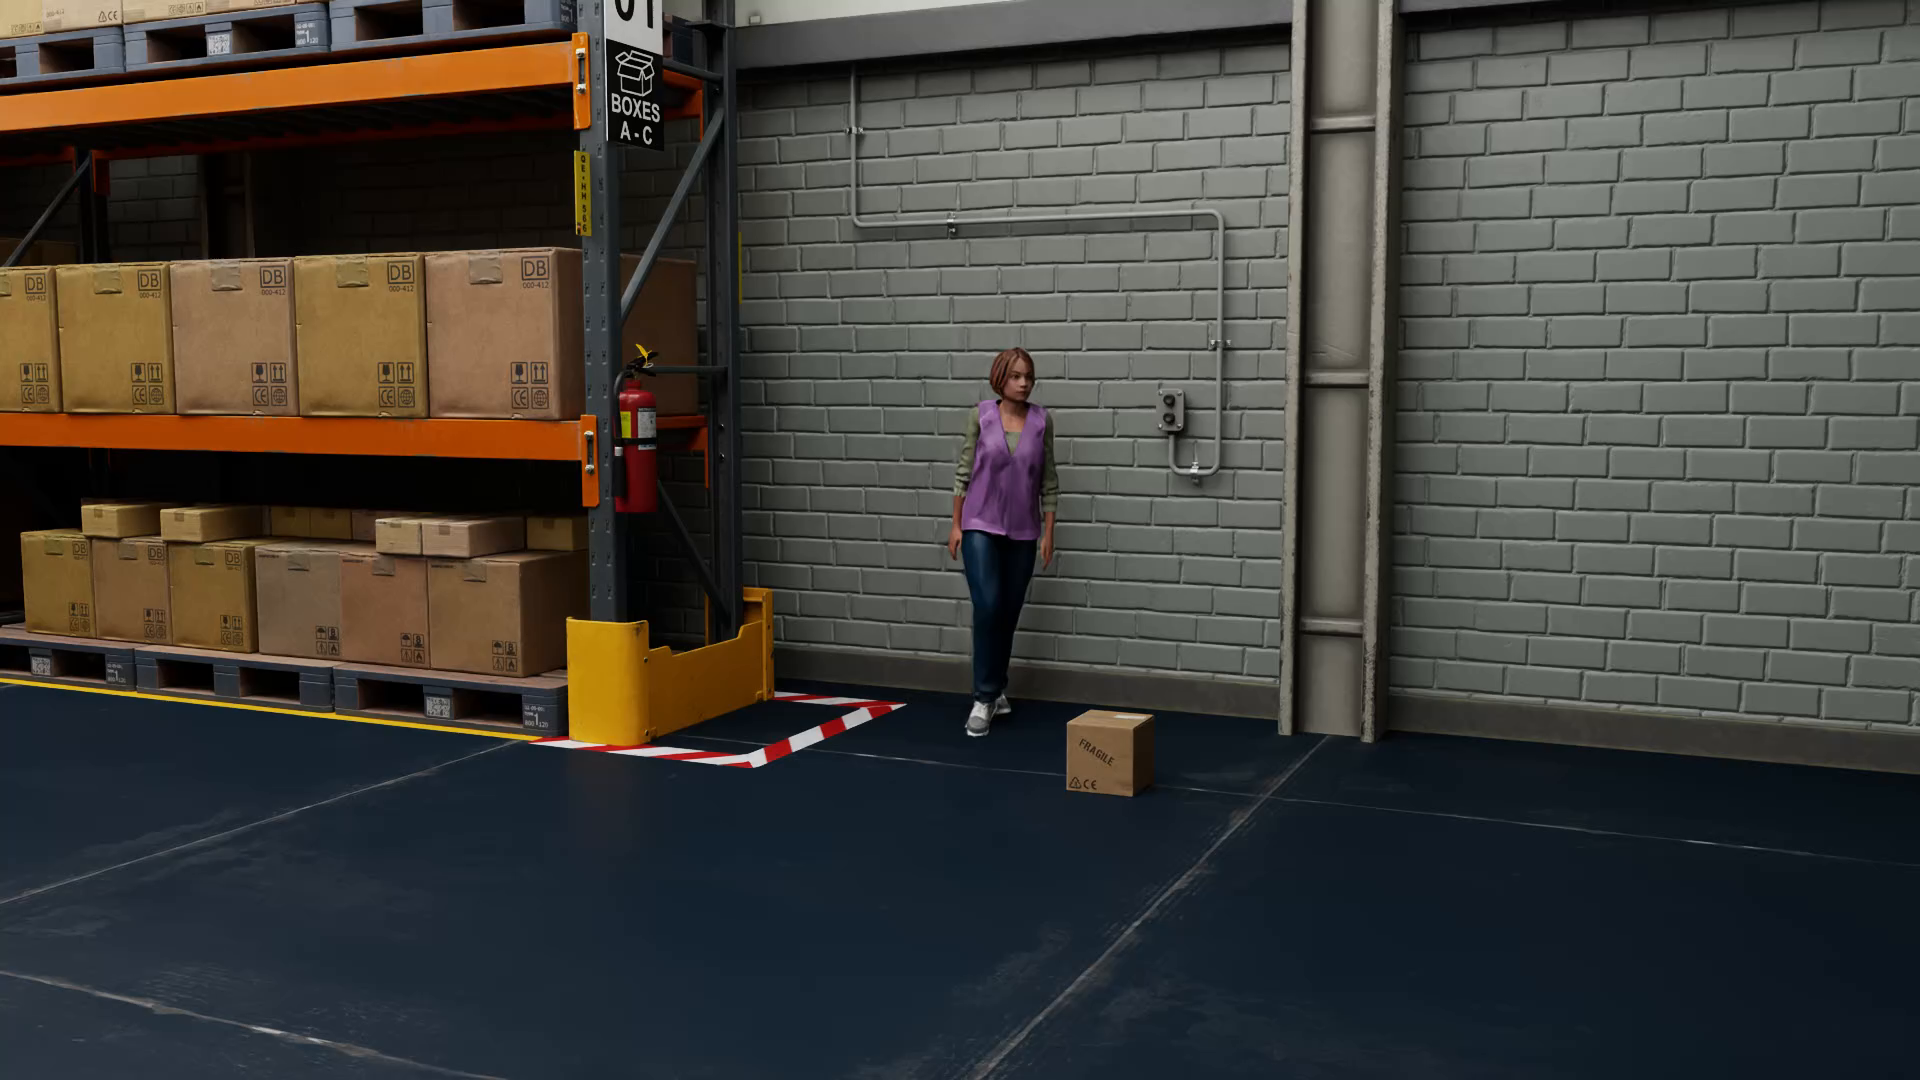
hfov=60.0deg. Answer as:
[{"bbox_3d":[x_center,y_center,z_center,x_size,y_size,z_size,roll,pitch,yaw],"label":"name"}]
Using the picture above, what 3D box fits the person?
[{"bbox_3d":[0.183,-0.008,7.056,0.441,1.607,0.512,-1,6,-13],"label":"person"}]
